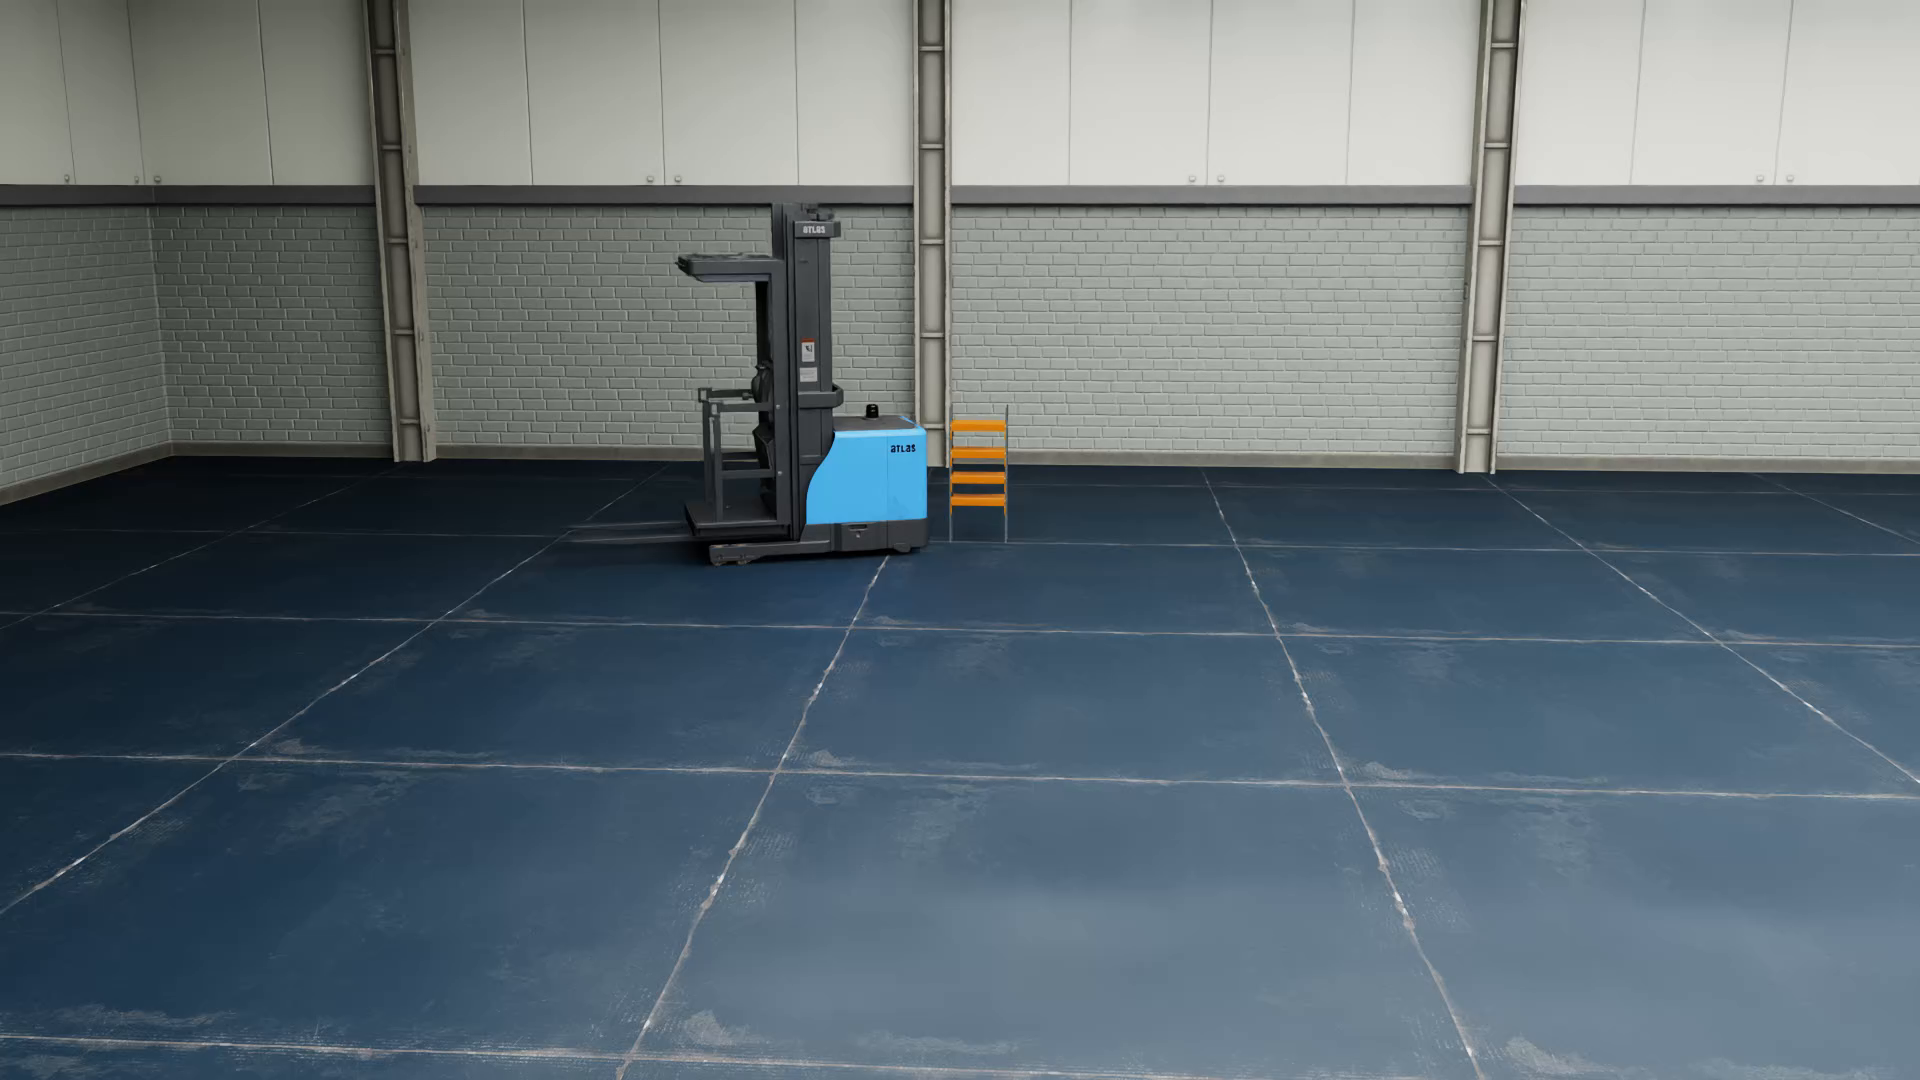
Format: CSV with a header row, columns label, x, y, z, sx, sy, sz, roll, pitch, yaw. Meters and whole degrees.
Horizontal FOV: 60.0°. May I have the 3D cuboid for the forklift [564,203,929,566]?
label,x,y,z,sx,sy,sz,roll,pitch,yaw
forklift,-1.843,-1.342,14.026,3.031,2.935,1.130,-3,12,-13

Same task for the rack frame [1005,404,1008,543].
label,x,y,z,sx,sy,sz,roll,pitch,yaw
rack frame,0.409,-0.582,14.618,0.015,1.200,0.240,1,12,4

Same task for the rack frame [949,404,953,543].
label,x,y,z,sx,sy,sz,roll,pitch,yaw
rack frame,-0.078,-0.588,14.650,0.015,1.200,0.240,1,12,4

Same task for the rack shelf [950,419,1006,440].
label,x,y,z,sx,sy,sz,roll,pitch,yaw
rack shelf,0.165,-0.970,14.554,0.480,0.148,0.258,1,12,4

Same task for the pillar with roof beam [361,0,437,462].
label,x,y,z,sx,sy,sz,roll,pitch,yaw
pillar with roof beam,-6.572,-4.452,14.073,0.400,9.000,9.100,1,12,4

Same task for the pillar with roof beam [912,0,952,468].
label,x,y,z,sx,sy,sz,roll,pitch,yaw
pillar with roof beam,-0.585,-4.370,13.681,0.400,9.000,9.100,1,12,4

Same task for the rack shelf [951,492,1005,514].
label,x,y,z,sx,sy,sz,roll,pitch,yaw
rack shelf,0.165,-0.325,14.689,0.480,0.148,0.258,1,12,4

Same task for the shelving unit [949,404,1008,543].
label,x,y,z,sx,sy,sz,roll,pitch,yaw
shelving unit,0.165,-0.585,14.634,0.503,1.200,0.258,1,12,4

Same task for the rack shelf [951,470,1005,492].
label,x,y,z,sx,sy,sz,roll,pitch,yaw
rack shelf,0.165,-0.519,14.648,0.480,0.148,0.258,1,12,4

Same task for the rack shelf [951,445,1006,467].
label,x,y,z,sx,sy,sz,roll,pitch,yaw
rack shelf,0.165,-0.738,14.602,0.480,0.148,0.258,1,12,4

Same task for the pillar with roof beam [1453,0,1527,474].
label,x,y,z,sx,sy,sz,roll,pitch,yaw
pillar with roof beam,5.402,-4.288,13.288,0.400,9.000,9.100,1,12,4
